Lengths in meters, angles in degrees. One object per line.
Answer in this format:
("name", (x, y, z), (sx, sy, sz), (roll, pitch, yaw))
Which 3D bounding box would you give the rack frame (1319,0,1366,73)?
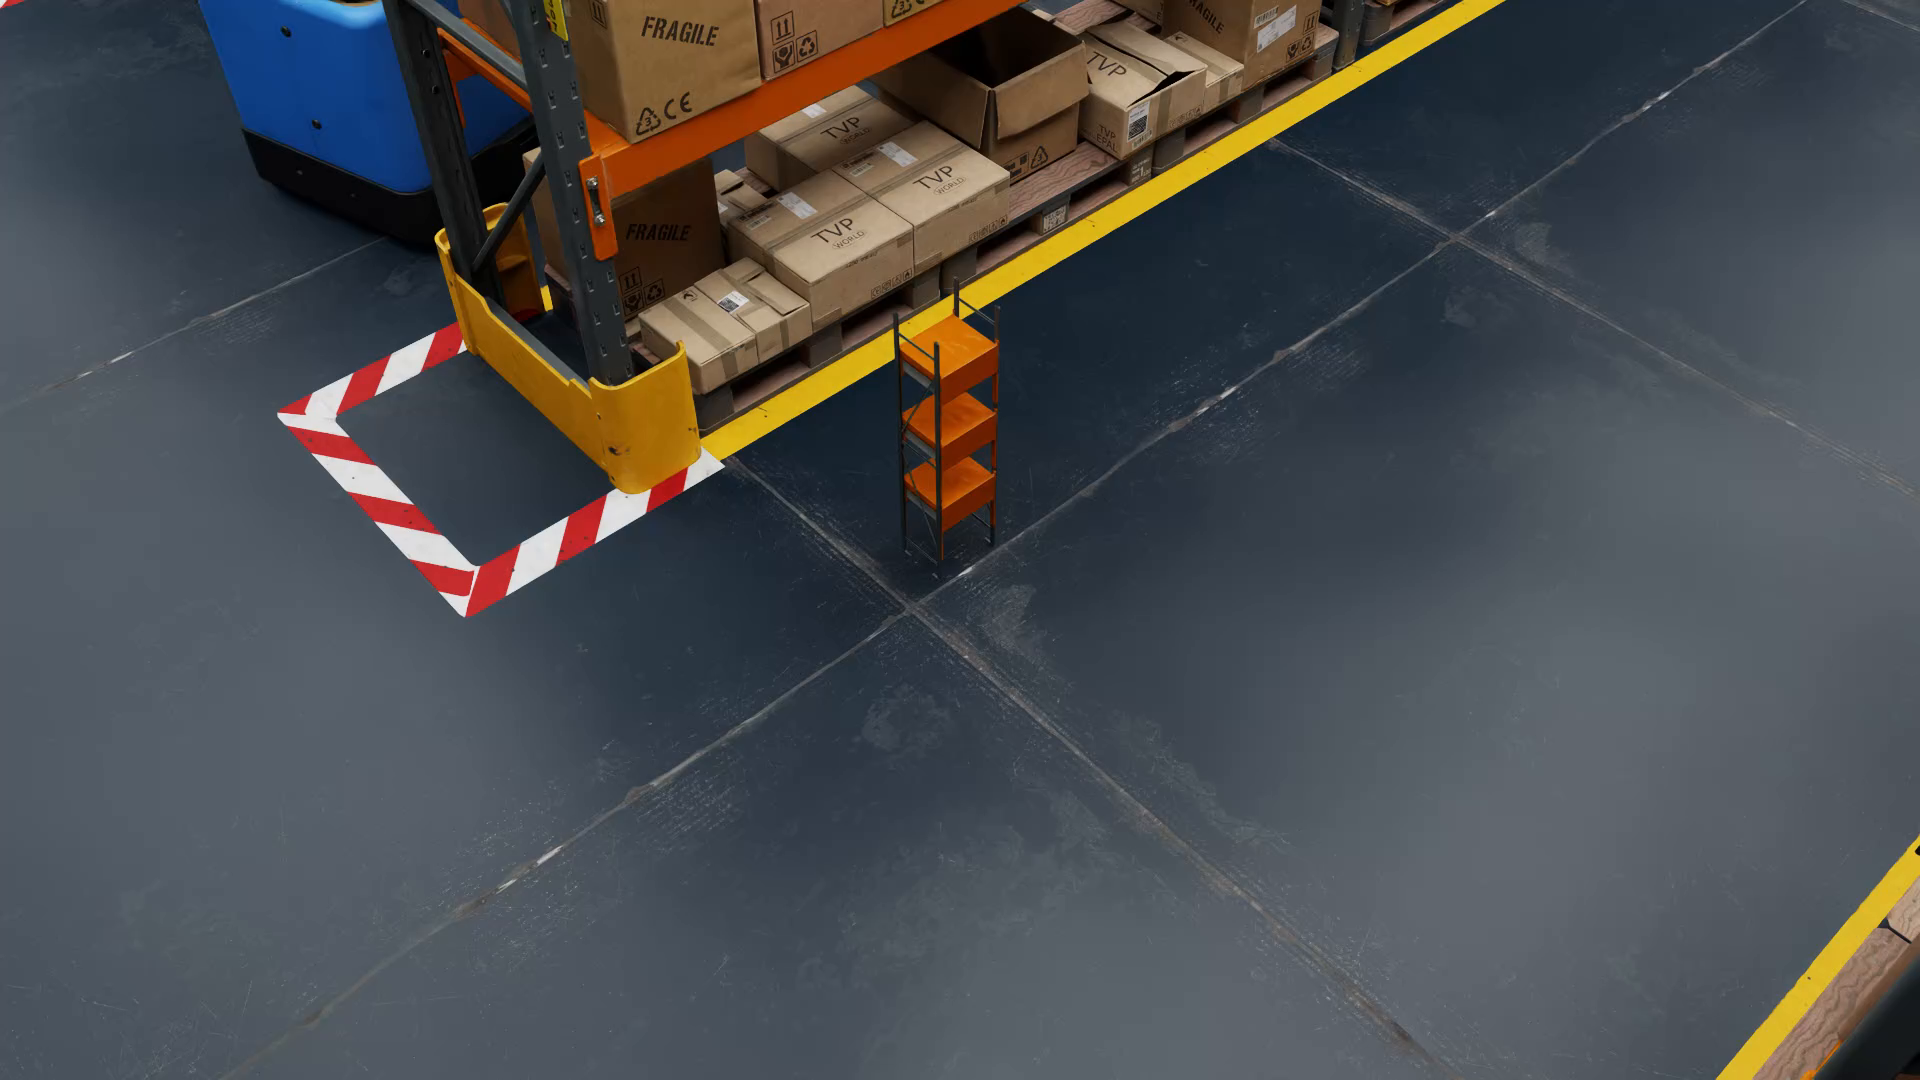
("rack frame", (1.471, -3.501, 6.940), (0.127, 3.000, 1.000), (-34, 56, -27))

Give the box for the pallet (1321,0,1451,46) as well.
("pallet", (2.048, -2.979, 8.355), (1.213, 0.211, 1.003), (-34, 56, -27))

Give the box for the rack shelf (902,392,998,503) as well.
("rack shelf", (-0.040, -0.322, 5.348), (0.240, 0.259, 0.215), (-34, 56, -27))

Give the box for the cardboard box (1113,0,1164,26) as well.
("cardboard box", (1.015, -2.649, 7.683), (0.500, 0.311, 0.500), (-34, 56, -27))

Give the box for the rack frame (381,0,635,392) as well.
("rack frame", (-1.488, -1.524, 5.115), (0.127, 3.000, 1.000), (-34, 56, -27))

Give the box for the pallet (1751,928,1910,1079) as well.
("pallet", (2.386, 1.676, 4.060), (1.213, 0.211, 1.003), (-34, 56, -27))

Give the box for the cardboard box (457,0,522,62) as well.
("cardboard box", (-1.340, -1.927, 5.419), (0.500, 0.500, 0.500), (-32, 55, -26))

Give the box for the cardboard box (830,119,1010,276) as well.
("cardboard box", (-0.155, -1.350, 6.526), (0.500, 0.250, 0.500), (-34, 56, -27))

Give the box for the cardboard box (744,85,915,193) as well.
("cardboard box", (-0.528, -1.597, 6.754), (0.500, 0.250, 0.500), (-34, 56, -27))

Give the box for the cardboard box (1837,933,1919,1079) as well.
("cardboard box", (2.218, 0.809, 2.759), (0.700, 0.700, 0.980), (-31, 55, -26))

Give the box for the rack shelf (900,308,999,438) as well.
("rack shelf", (-0.040, -0.515, 5.139), (0.240, 0.259, 0.215), (-34, 56, -27))

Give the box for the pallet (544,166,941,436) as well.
("pallet", (-0.843, -1.010, 6.539), (1.213, 0.211, 1.003), (-34, 56, -27))

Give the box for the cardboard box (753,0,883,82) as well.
("cardboard box", (-0.604, -1.892, 5.386), (0.500, 0.500, 0.500), (-34, 56, -27))

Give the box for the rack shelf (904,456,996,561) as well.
("rack shelf", (-0.040, -0.134, 5.552), (0.240, 0.259, 0.215), (-34, 56, -27))

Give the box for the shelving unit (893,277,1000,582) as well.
("shelving unit", (-0.040, -0.330, 5.340), (0.252, 1.050, 0.215), (-34, 56, -27))

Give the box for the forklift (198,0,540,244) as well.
("forklift", (-1.815, -3.272, 6.774), (1.130, 2.935, 3.031), (24, 52, 21))

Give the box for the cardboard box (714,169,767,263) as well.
("cardboard box", (-0.891, -1.266, 6.506), (0.250, 0.166, 0.380), (-34, 56, -27))

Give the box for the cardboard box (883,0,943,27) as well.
("cardboard box", (-0.231, -2.138, 5.614), (0.500, 0.500, 0.500), (-34, 56, -27))

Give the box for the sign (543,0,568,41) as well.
("sign", (-1.123, -1.522, 4.525), (0.005, 0.325, 0.100), (-34, 56, -27))

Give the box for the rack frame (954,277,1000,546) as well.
("rack frame", (0.051, -0.390, 5.395), (0.008, 1.050, 0.200), (-34, 56, -27))

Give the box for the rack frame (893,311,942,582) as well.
("rack frame", (-0.130, -0.269, 5.284), (0.008, 1.050, 0.200), (-34, 56, -27))

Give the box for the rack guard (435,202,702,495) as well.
("rack guard", (-1.432, -0.714, 6.068), (0.348, 0.500, 1.175), (-34, 56, -27))

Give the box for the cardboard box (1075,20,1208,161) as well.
("cardboard box", (0.686, -1.932, 7.022), (0.500, 0.311, 0.500), (-34, 56, -27))

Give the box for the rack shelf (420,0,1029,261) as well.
("rack shelf", (-0.008, -2.269, 6.292), (4.000, 0.370, 1.077), (-34, 56, -27))

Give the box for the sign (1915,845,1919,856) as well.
("sign", (1.492, 0.393, 2.397), (0.005, 0.325, 0.100), (-34, 56, -27))

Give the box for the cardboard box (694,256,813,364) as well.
("cardboard box", (-0.762, -0.856, 6.127), (0.250, 0.166, 0.380), (-34, 56, -27))

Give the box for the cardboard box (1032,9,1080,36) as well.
("cardboard box", (0.382, -2.167, 7.337), (0.250, 0.166, 0.380), (-34, 56, -27))

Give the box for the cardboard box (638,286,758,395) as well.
("cardboard box", (-0.947, -0.726, 6.020), (0.250, 0.149, 0.380), (-34, 56, -27))
